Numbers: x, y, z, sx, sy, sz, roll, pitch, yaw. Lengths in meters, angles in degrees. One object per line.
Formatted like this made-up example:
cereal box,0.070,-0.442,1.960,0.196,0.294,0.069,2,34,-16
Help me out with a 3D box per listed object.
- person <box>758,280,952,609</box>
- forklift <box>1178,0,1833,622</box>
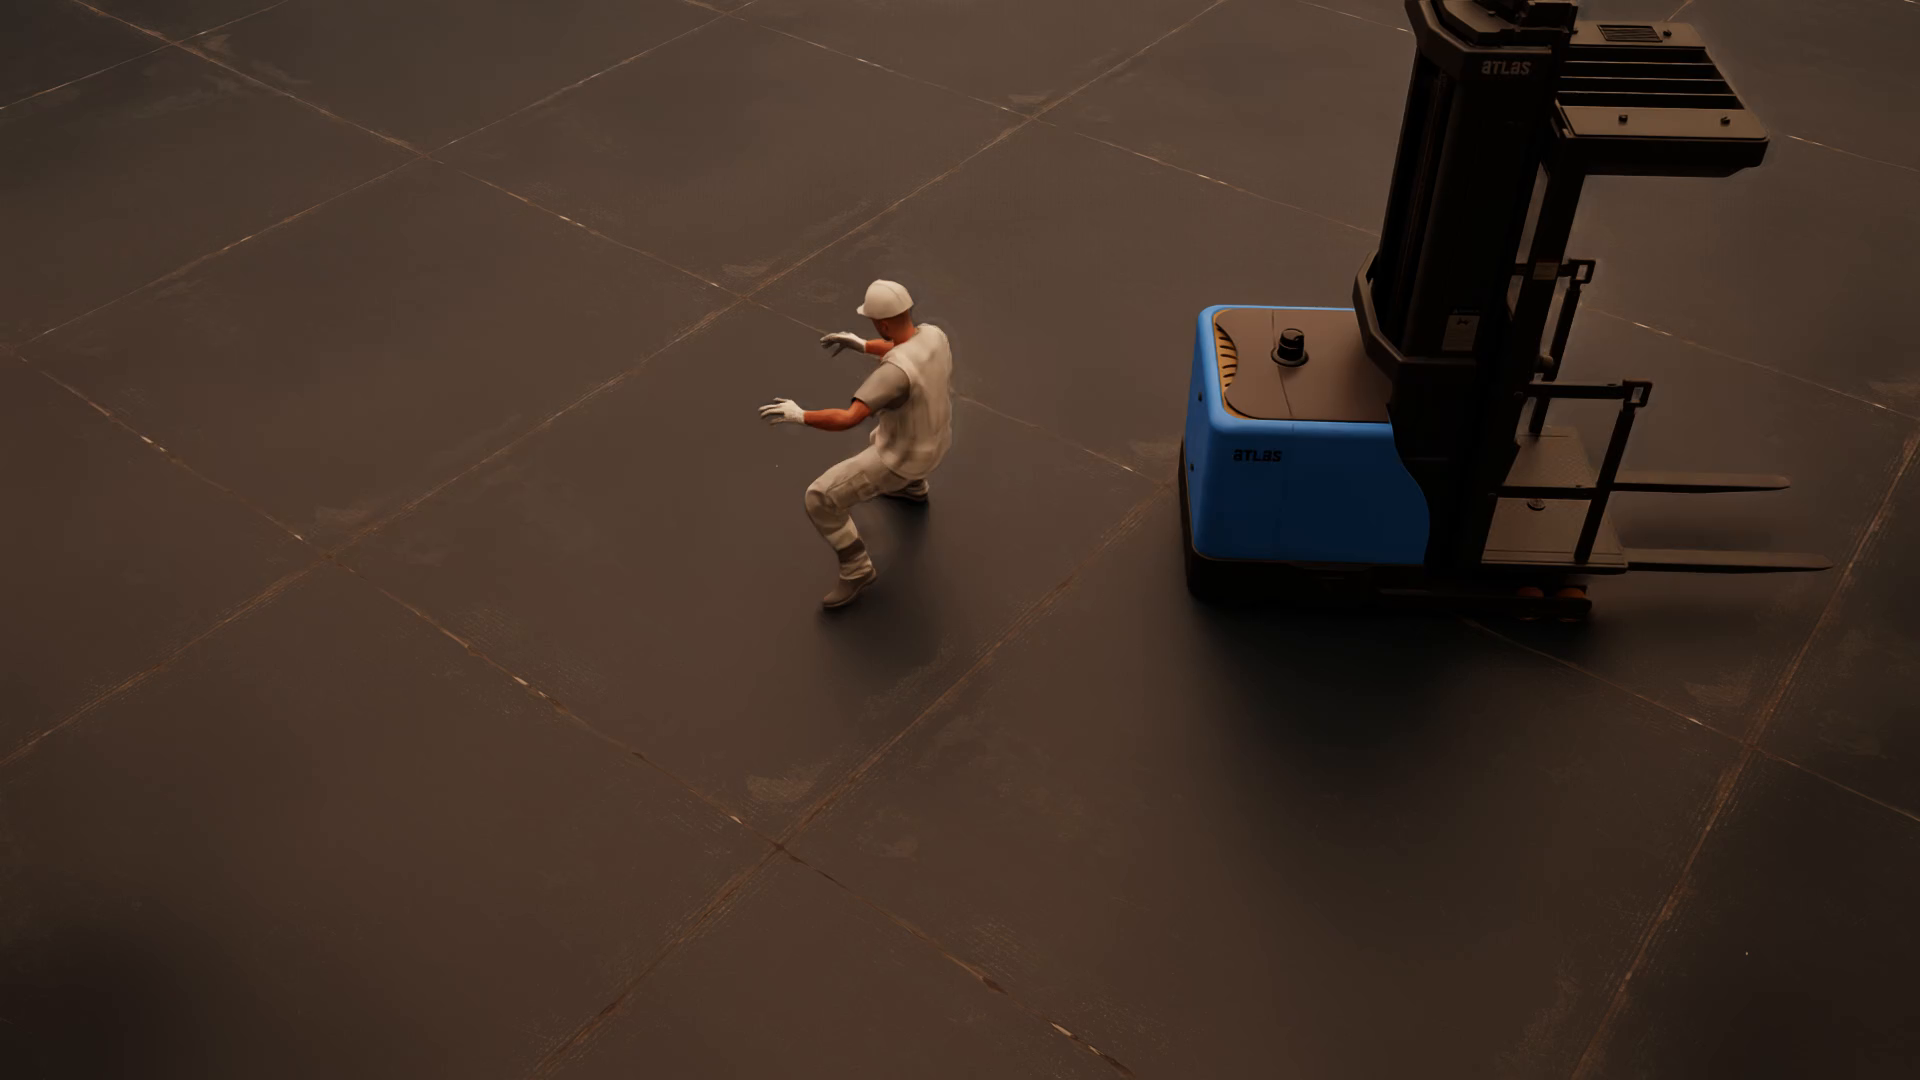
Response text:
person,-0.413,-0.528,7.763,0.753,1.548,1.060,19,44,21
forklift,2.624,-1.082,7.343,3.031,2.935,1.130,2,40,2
